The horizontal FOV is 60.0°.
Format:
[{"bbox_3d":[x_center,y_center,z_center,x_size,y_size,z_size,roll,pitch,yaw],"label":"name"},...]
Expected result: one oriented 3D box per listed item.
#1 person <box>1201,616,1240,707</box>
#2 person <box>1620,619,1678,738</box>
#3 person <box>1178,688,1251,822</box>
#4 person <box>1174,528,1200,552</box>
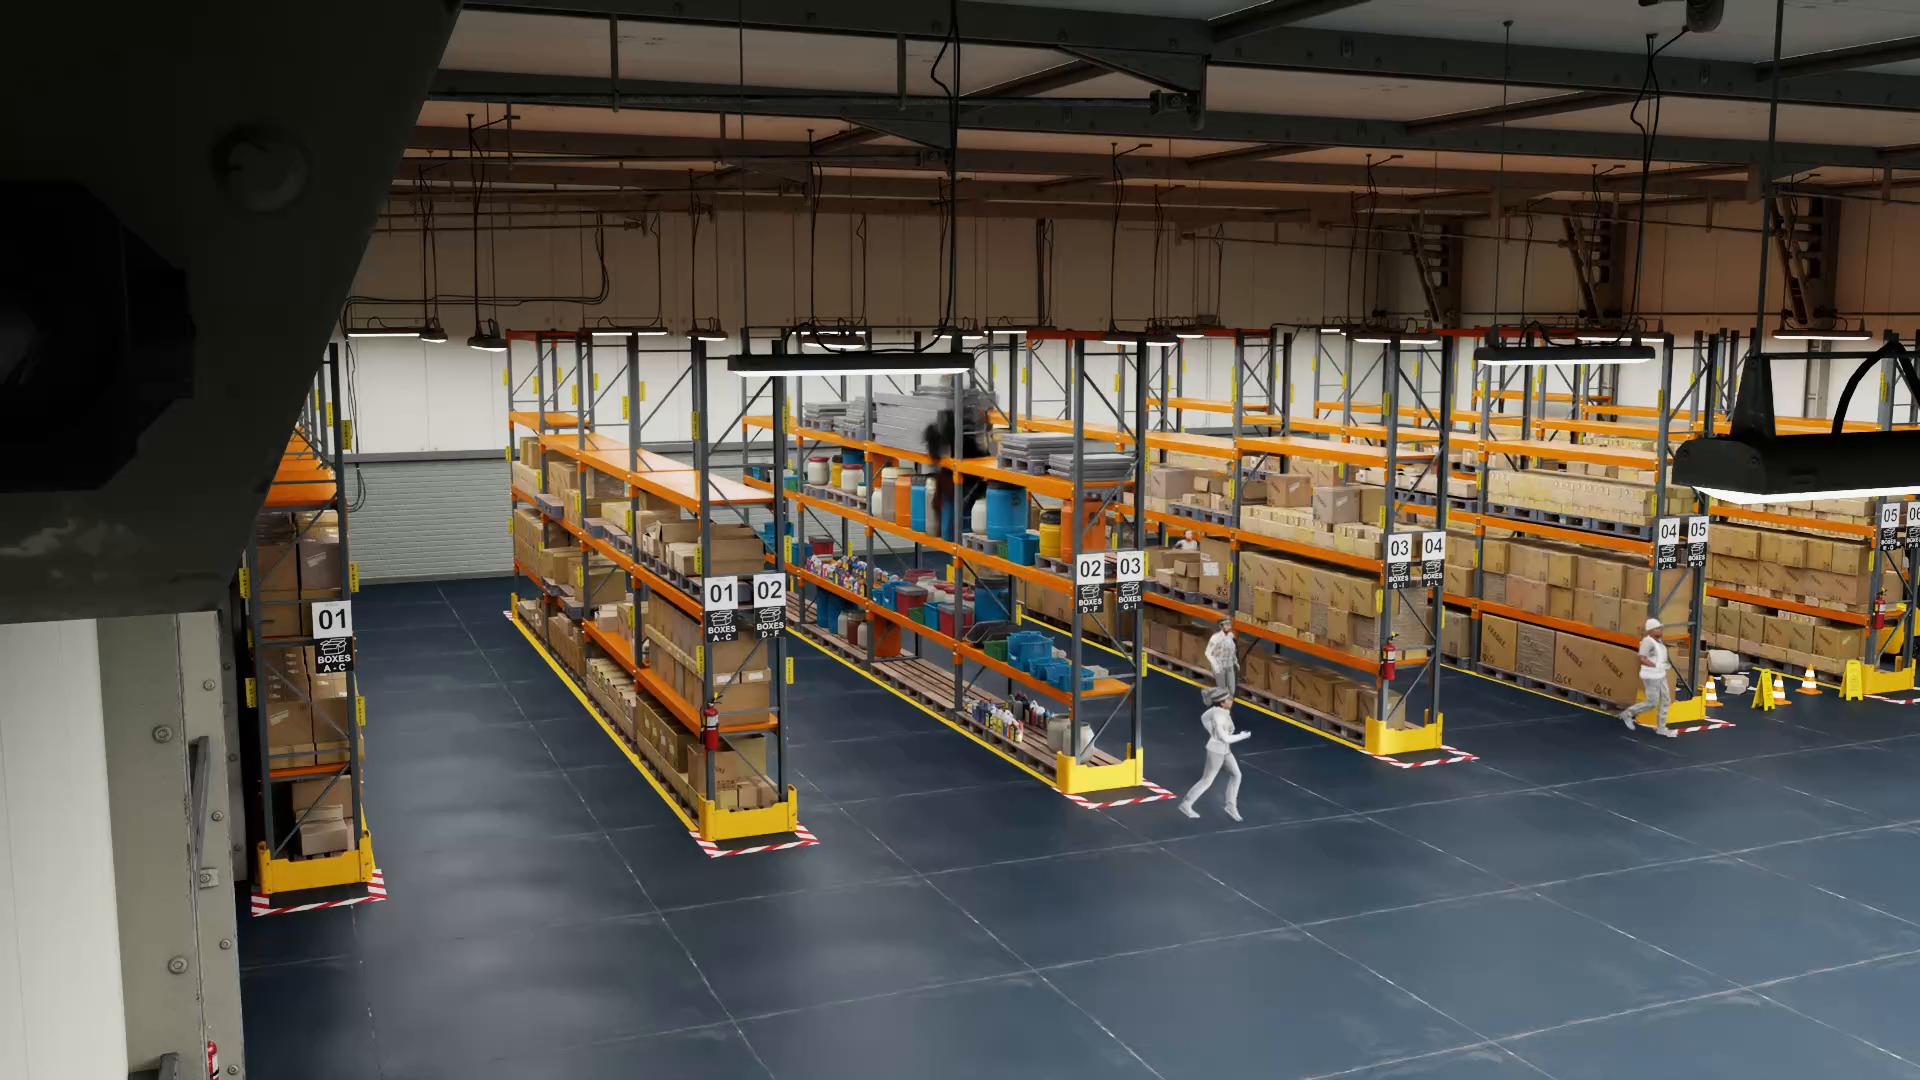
[{"bbox_3d":[4.094,1.976,26.161,0.603,1.648,0.593,-4,9,-29],"label":"person"},{"bbox_3d":[10.380,2.068,24.981,0.808,1.787,0.680,6,10,40],"label":"person"},{"bbox_3d":[3.184,2.684,20.776,0.877,1.742,0.623,1,8,11],"label":"person"},{"bbox_3d":[4.953,0.597,36.209,0.537,1.730,0.755,-3,8,-21],"label":"person"}]
